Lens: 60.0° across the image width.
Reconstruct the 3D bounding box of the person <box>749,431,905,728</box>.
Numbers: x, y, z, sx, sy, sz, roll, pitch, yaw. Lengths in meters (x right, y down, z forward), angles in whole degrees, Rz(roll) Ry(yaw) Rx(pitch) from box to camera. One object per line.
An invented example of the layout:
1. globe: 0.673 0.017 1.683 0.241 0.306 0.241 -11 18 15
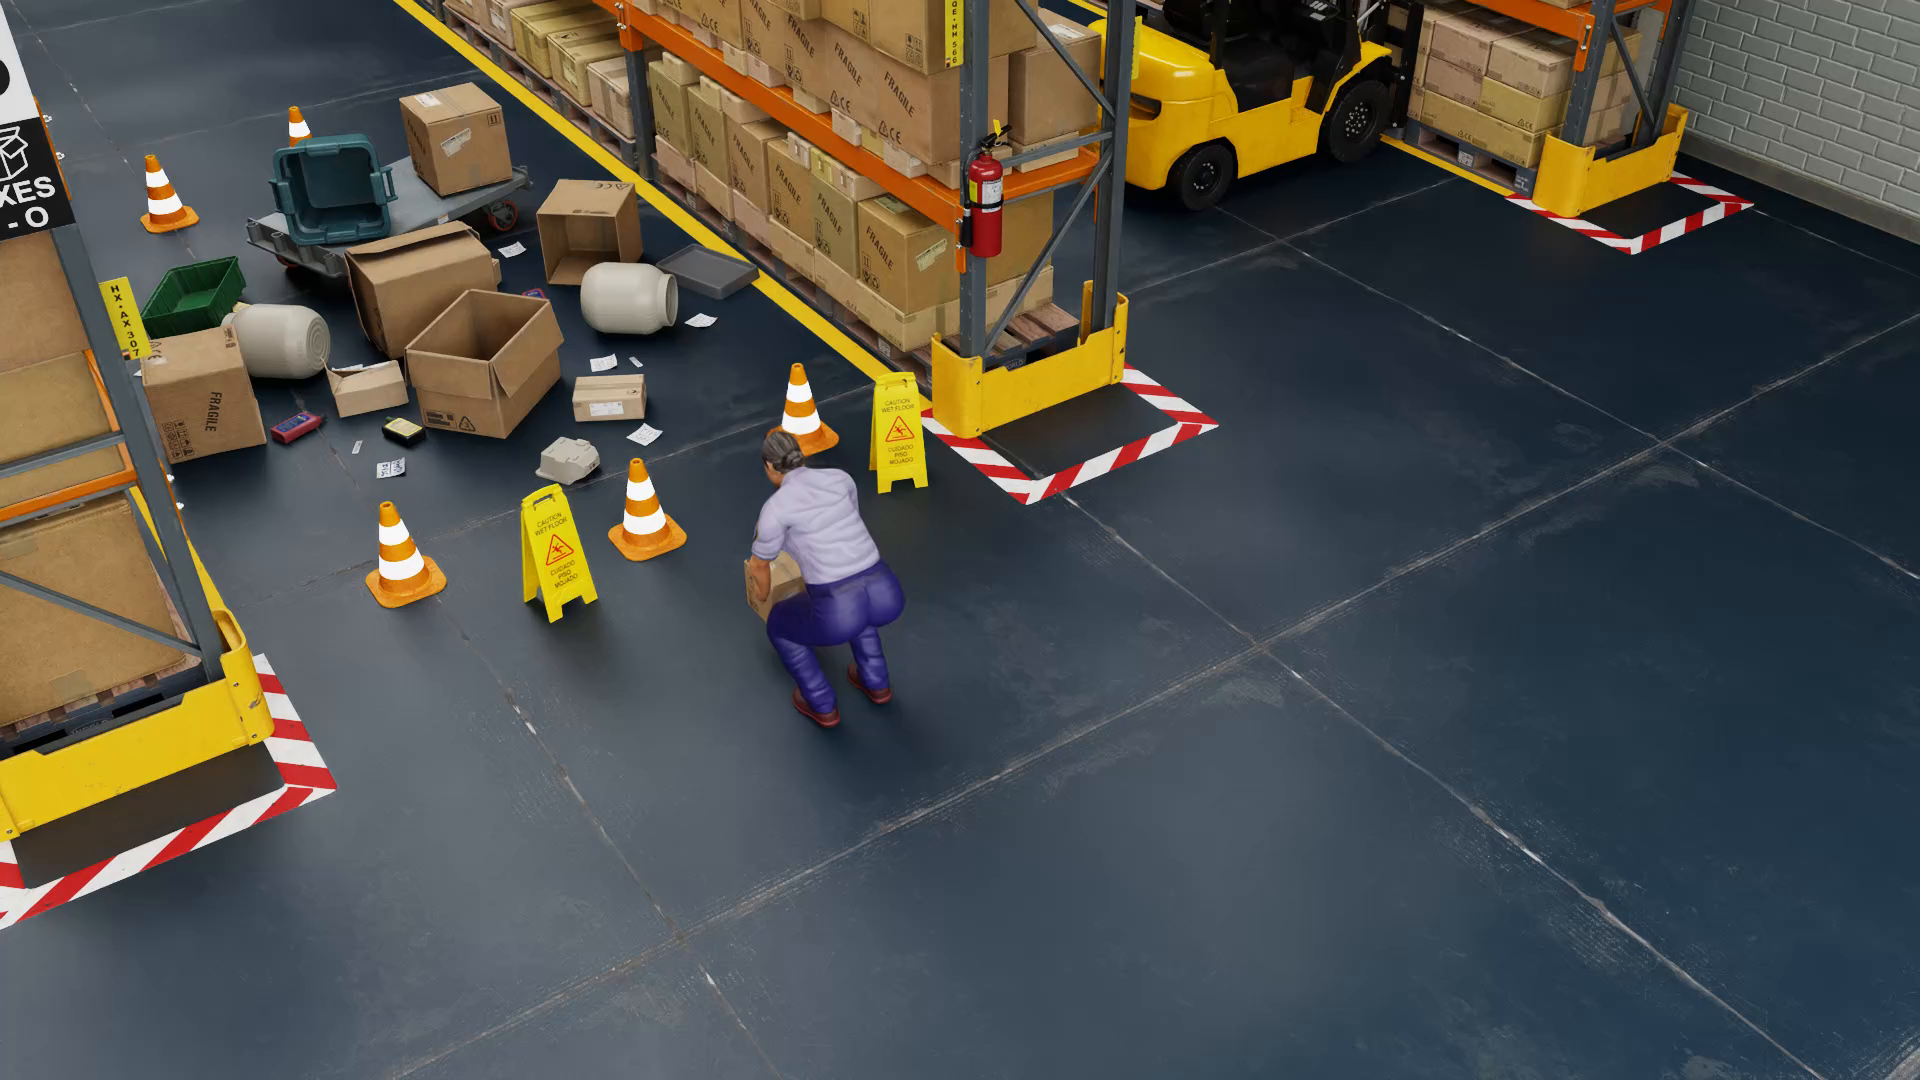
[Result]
1. person: -0.585 0.235 7.116 0.539 1.156 0.715 -23 42 -27
